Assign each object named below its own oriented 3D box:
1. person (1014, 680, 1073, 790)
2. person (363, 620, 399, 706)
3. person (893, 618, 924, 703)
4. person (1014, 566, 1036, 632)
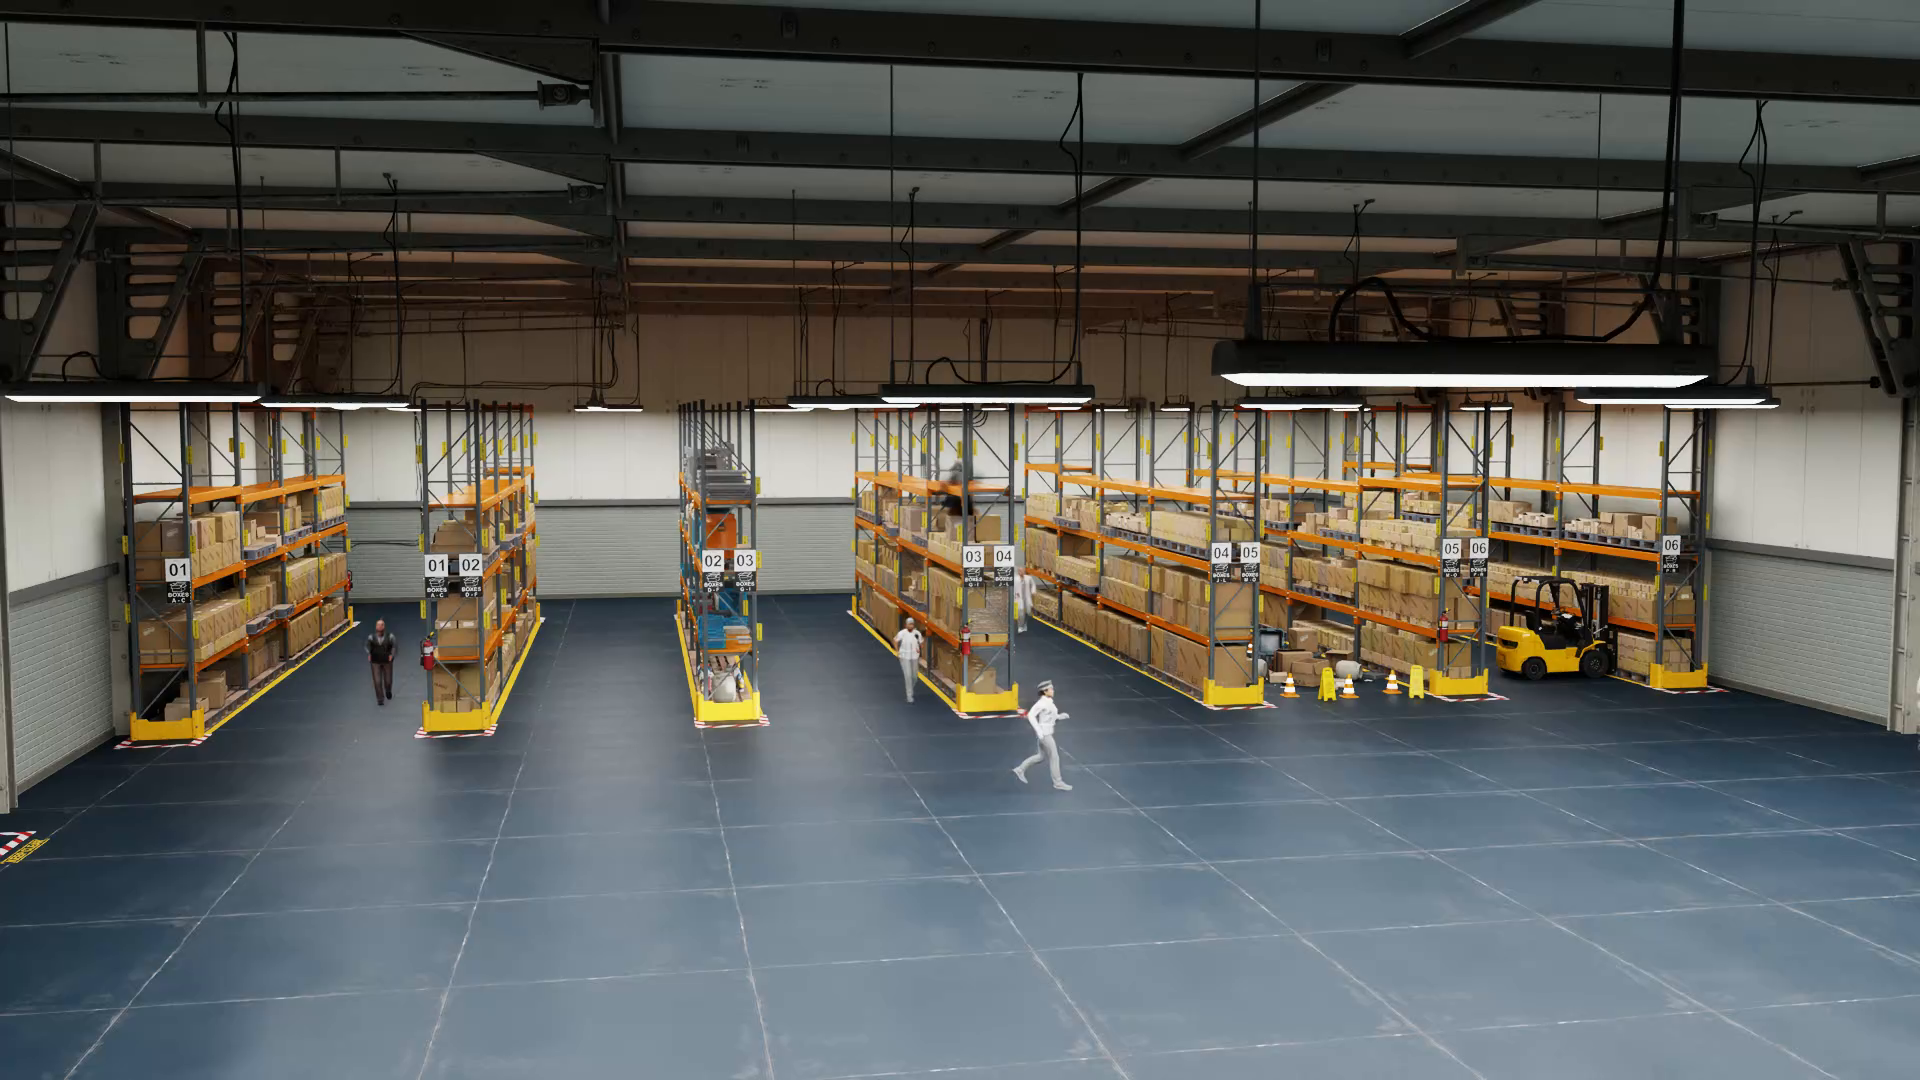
[{"bbox_3d":[1.260,2.950,25.274,0.919,1.677,0.612,1,4,10],"label":"person"},{"bbox_3d":[-11.391,2.417,32.724,0.657,1.671,0.573,-1,4,-16],"label":"person"},{"bbox_3d":[-1.014,2.379,33.339,0.627,1.658,0.787,-1,4,-16],"label":"person"},{"bbox_3d":[1.650,1.563,43.582,0.716,1.735,0.643,-1,4,-7],"label":"person"}]
